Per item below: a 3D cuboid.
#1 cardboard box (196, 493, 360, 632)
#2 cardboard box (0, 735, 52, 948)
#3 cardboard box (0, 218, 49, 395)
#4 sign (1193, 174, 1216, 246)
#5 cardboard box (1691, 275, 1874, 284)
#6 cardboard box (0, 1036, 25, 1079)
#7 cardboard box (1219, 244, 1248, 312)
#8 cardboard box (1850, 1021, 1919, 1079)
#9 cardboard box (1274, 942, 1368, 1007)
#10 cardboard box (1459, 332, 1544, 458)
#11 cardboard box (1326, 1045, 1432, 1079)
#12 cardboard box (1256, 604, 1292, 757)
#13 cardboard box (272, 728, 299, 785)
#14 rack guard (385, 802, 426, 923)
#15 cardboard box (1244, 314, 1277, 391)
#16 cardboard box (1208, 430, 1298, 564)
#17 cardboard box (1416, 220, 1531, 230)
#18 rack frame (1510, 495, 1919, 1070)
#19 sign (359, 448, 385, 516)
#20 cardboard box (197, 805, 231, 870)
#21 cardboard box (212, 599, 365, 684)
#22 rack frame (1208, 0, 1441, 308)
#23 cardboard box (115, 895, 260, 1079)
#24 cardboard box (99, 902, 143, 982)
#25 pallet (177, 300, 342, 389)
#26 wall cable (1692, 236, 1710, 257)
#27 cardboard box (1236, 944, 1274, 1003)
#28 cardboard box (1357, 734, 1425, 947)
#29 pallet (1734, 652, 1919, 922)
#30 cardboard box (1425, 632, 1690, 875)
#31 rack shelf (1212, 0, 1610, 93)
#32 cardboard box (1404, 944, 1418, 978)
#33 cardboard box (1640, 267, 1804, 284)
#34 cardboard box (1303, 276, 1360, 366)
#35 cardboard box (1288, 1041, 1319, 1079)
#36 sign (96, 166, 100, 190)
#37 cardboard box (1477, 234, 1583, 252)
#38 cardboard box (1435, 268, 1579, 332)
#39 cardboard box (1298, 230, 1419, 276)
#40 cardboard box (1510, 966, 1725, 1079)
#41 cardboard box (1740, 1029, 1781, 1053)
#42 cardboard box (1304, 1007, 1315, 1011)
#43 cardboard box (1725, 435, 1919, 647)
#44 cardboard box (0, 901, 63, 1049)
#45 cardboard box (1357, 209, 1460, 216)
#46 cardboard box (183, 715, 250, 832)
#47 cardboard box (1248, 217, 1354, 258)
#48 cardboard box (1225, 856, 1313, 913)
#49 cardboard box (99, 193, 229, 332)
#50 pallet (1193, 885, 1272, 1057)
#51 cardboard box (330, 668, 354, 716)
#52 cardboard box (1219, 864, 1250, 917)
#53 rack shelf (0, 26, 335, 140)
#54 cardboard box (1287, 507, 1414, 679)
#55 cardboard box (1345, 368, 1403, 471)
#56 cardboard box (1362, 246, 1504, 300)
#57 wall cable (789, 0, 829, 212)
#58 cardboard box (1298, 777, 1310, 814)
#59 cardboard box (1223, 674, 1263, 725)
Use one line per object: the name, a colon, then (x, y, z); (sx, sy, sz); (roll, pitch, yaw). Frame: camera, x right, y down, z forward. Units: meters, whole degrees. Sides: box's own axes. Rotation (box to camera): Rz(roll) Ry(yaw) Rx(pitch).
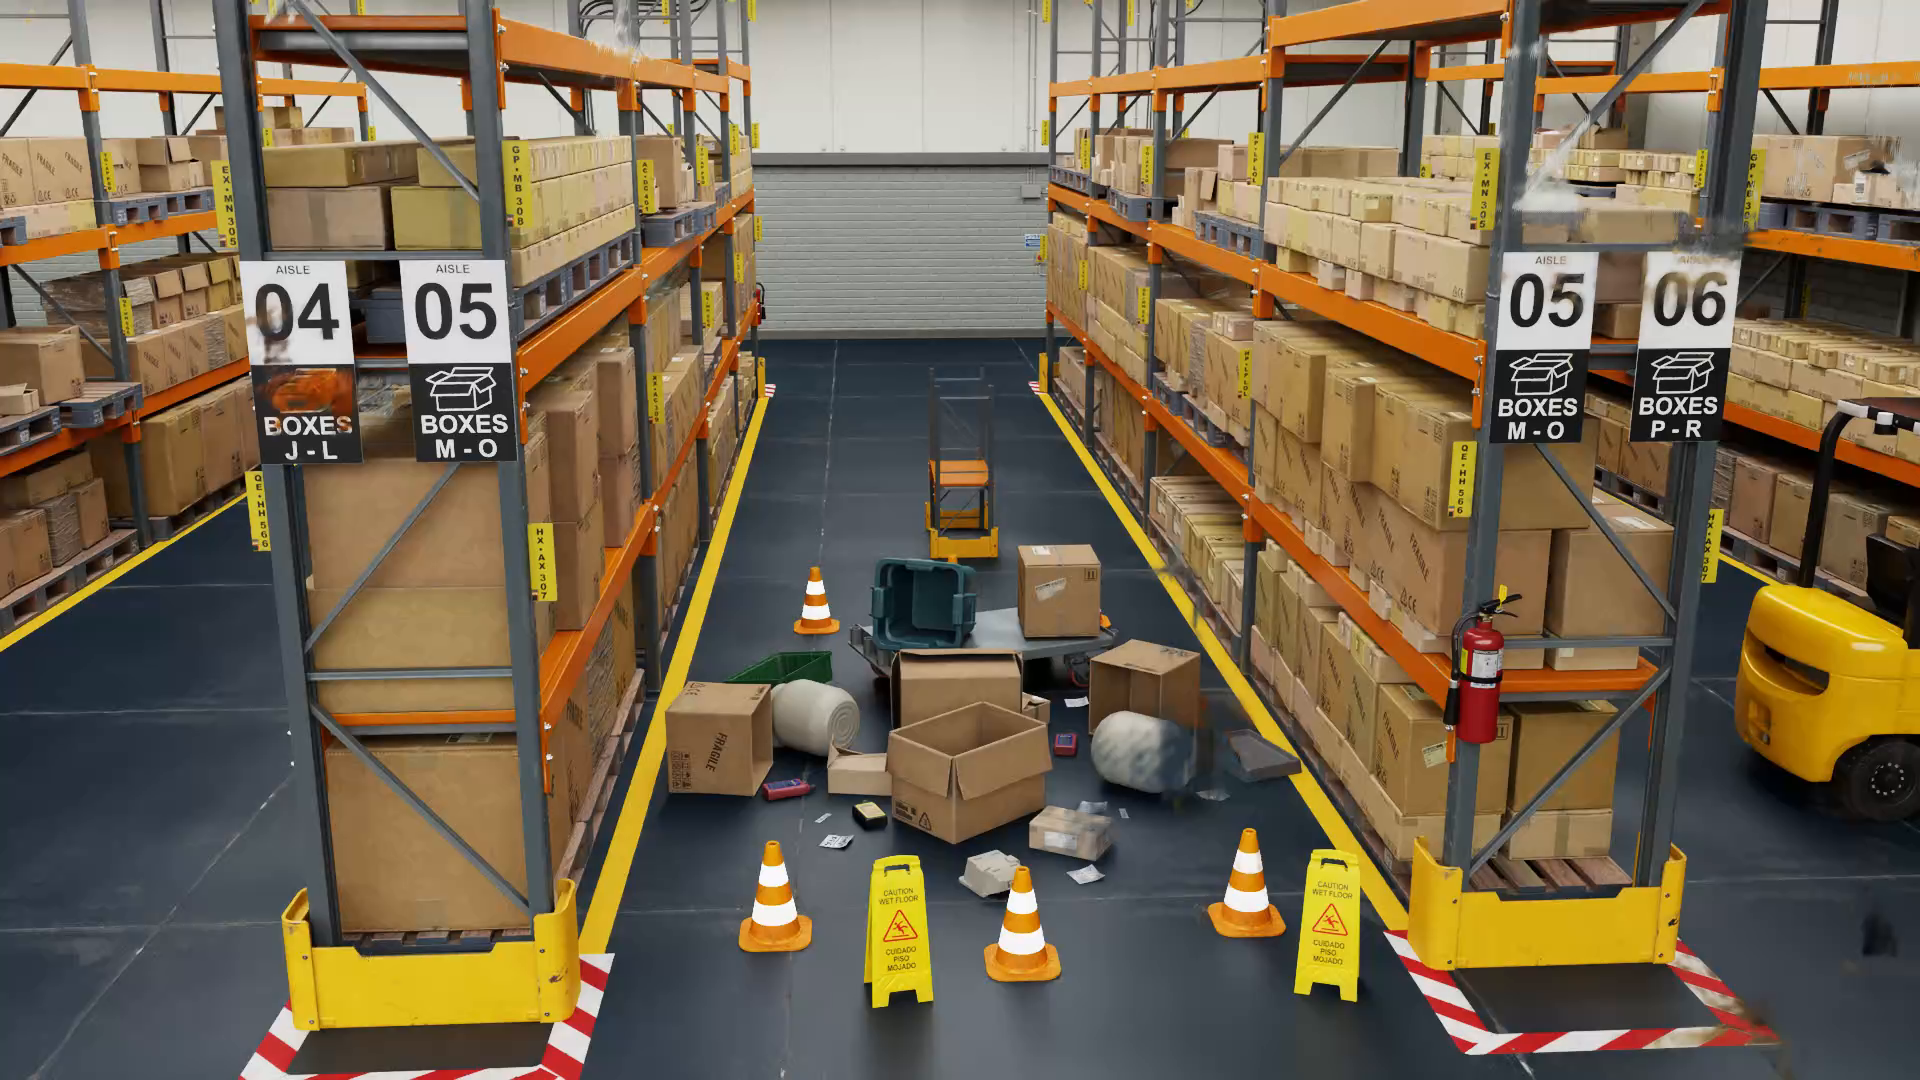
cardboard box: (-7.907, -3.690, 21.546); (0.500, 0.500, 0.500); (-1, 14, -3)
cardboard box: (-7.726, -2.935, 18.613); (0.500, 0.500, 0.500); (-1, 14, -3)
cardboard box: (-8.088, -4.458, 19.069); (0.700, 0.500, 0.500); (0, 14, -1)
sign: (-3.784, -5.291, 21.797); (0.100, 0.325, 0.005); (-1, 14, -3)
cardboard box: (-2.754, -4.388, 18.540); (0.380, 0.149, 0.250); (-2, 15, -6)
cardboard box: (-7.638, -2.334, 18.584); (0.380, 0.149, 0.250); (-1, 14, -3)
cardboard box: (-3.474, -4.930, 21.446); (0.500, 0.250, 0.500); (-1, 14, -3)
cardboard box: (-2.757, -2.635, 17.715); (0.380, 0.149, 0.250); (-1, 14, -5)
cardboard box: (-3.448, -2.072, 20.744); (0.380, 0.149, 0.250); (-1, 14, -3)
cardboard box: (-3.277, -4.162, 18.460); (0.500, 0.250, 0.500); (-2, 15, -6)
cardboard box: (-3.401, -1.881, 20.000); (0.380, 0.149, 0.250); (-2, 15, -6)
cardboard box: (-3.414, -3.245, 20.823); (0.500, 0.500, 0.500); (-1, 14, -3)
cardboard box: (-7.784, -2.913, 20.833); (0.380, 0.149, 0.250); (-1, 14, -5)
rack guard: (-8.200, -2.168, 22.448); (1.175, 0.500, 0.348); (-1, 14, -3)
cardboard box: (-3.441, -4.557, 20.999); (0.500, 0.250, 0.500); (0, 14, -2)
cardboard box: (-3.479, -3.985, 21.689); (0.500, 0.500, 0.500); (-1, 14, -4)
cardboard box: (-2.870, -4.970, 20.801); (0.380, 0.149, 0.250); (-1, 14, -3)
rack frame: (-2.994, -2.429, 18.446); (1.000, 3.000, 0.127); (-1, 14, -3)
sign: (-7.657, -4.053, 21.958); (0.100, 0.325, 0.005); (-1, 14, -3)
cardboard box: (-7.736, -2.722, 20.090); (0.380, 0.149, 0.250); (-1, 14, -5)
cardboard box: (-7.904, -3.327, 21.642); (0.500, 0.250, 0.500); (-1, 14, -4)
rack frame: (-3.242, -6.329, 21.565); (1.000, 3.000, 0.127); (-1, 14, -3)
cardboard box: (-7.968, -1.941, 19.972); (0.875, 0.875, 0.875); (-1, 14, -3)
cardboard box: (-7.689, -2.531, 19.346); (0.380, 0.149, 0.250); (-1, 14, -5)
pallet: (-8.143, -4.598, 21.034); (1.003, 0.211, 1.213); (-1, 14, -3)
wall cable: (1.319, -5.434, 28.026); (0.585, 1.953, 0.123); (-1, 14, -3)
cardboard box: (-3.503, -1.920, 21.349); (0.380, 0.149, 0.250); (-1, 14, -3)
cardboard box: (-3.337, -2.866, 19.350); (0.500, 0.500, 0.500); (-1, 14, -5)
pallet: (-2.995, -3.377, 16.491); (1.213, 0.211, 1.003); (-1, 14, -3)
cardboard box: (-3.294, -3.218, 18.711); (0.500, 0.500, 0.500); (-1, 14, -5)
rack shelf: (-3.118, -5.482, 19.722); (1.077, 0.370, 4.000); (-1, 14, -3)
cardboard box: (-3.327, -2.504, 19.244); (0.380, 0.149, 0.250); (0, 14, -1)
cardboard box: (-2.826, -4.450, 18.779); (0.380, 0.149, 0.250); (-1, 14, -4)
cardboard box: (-3.389, -4.551, 19.973); (0.500, 0.250, 0.500); (-1, 14, -6)
cardboard box: (-3.420, -1.727, 20.596); (0.380, 0.149, 0.250); (-1, 14, -3)
sign: (-8.753, -5.279, 21.593); (0.100, 0.325, 0.005); (-1, 14, -3)
cardboard box: (-2.855, -4.778, 20.053); (0.380, 0.149, 0.250); (-1, 14, -5)
cardboard box: (-3.370, -4.443, 18.754); (0.380, 0.149, 0.250); (-1, 14, -4)
cardboard box: (-3.450, -4.833, 20.266); (0.380, 0.149, 0.250); (0, 14, -2)
cardboard box: (-3.429, -2.694, 17.943); (0.380, 0.149, 0.250); (0, 14, -1)
cardboard box: (-2.685, -2.383, 18.771); (0.380, 0.149, 0.250); (0, 14, -1)
cardboard box: (-3.325, -1.931, 20.793); (0.380, 0.149, 0.250); (0, 14, -1)
cardboard box: (-3.150, -3.820, 17.168); (0.500, 0.311, 0.500); (-1, 14, -4)
cardboard box: (-7.719, -2.570, 18.698); (0.500, 0.250, 0.500); (-1, 14, -4)
cardboard box: (-2.928, -5.161, 21.542); (0.380, 0.149, 0.250); (-1, 14, -4)
cardboard box: (-7.805, -2.945, 20.157); (0.500, 0.250, 0.500); (-1, 14, -3)
cardboard box: (-3.508, -5.023, 21.005); (0.380, 0.149, 0.250); (-1, 14, -4)
cardboard box: (-3.524, -2.268, 21.504); (0.380, 0.149, 0.250); (-1, 14, -4)
cardboard box: (-8.199, -4.855, 20.611); (0.700, 0.500, 0.500); (-1, 14, -5)
pallet: (-3.223, -1.852, 21.799); (1.003, 0.211, 1.213); (-1, 14, -3)
cardboard box: (-7.831, -3.102, 21.569); (0.380, 0.149, 0.250); (-1, 14, -3)
cardboard box: (-3.505, -2.187, 21.789); (0.380, 0.149, 0.250); (-1, 14, -4)
rack shelf: (-8.075, -5.238, 19.572); (1.077, 0.370, 4.000); (-1, 14, -3)
cardboard box: (-3.397, -3.603, 20.205); (0.500, 0.500, 0.500); (-1, 14, -5)
cardboard box: (-3.346, -4.177, 19.524); (0.500, 0.250, 0.500); (-1, 14, -4)
cardboard box: (-3.393, -4.639, 19.514); (0.380, 0.149, 0.250); (-1, 14, -4)
wall cable: (-5.109, -9.295, 26.637); (2.277, 5.999, 0.120); (-1, 14, -3)
cardboard box: (-3.402, -2.829, 20.507); (0.380, 0.149, 0.250); (0, 14, -1)
cardboard box: (-3.529, -3.086, 21.505); (0.380, 0.149, 0.250); (-1, 14, -5)
